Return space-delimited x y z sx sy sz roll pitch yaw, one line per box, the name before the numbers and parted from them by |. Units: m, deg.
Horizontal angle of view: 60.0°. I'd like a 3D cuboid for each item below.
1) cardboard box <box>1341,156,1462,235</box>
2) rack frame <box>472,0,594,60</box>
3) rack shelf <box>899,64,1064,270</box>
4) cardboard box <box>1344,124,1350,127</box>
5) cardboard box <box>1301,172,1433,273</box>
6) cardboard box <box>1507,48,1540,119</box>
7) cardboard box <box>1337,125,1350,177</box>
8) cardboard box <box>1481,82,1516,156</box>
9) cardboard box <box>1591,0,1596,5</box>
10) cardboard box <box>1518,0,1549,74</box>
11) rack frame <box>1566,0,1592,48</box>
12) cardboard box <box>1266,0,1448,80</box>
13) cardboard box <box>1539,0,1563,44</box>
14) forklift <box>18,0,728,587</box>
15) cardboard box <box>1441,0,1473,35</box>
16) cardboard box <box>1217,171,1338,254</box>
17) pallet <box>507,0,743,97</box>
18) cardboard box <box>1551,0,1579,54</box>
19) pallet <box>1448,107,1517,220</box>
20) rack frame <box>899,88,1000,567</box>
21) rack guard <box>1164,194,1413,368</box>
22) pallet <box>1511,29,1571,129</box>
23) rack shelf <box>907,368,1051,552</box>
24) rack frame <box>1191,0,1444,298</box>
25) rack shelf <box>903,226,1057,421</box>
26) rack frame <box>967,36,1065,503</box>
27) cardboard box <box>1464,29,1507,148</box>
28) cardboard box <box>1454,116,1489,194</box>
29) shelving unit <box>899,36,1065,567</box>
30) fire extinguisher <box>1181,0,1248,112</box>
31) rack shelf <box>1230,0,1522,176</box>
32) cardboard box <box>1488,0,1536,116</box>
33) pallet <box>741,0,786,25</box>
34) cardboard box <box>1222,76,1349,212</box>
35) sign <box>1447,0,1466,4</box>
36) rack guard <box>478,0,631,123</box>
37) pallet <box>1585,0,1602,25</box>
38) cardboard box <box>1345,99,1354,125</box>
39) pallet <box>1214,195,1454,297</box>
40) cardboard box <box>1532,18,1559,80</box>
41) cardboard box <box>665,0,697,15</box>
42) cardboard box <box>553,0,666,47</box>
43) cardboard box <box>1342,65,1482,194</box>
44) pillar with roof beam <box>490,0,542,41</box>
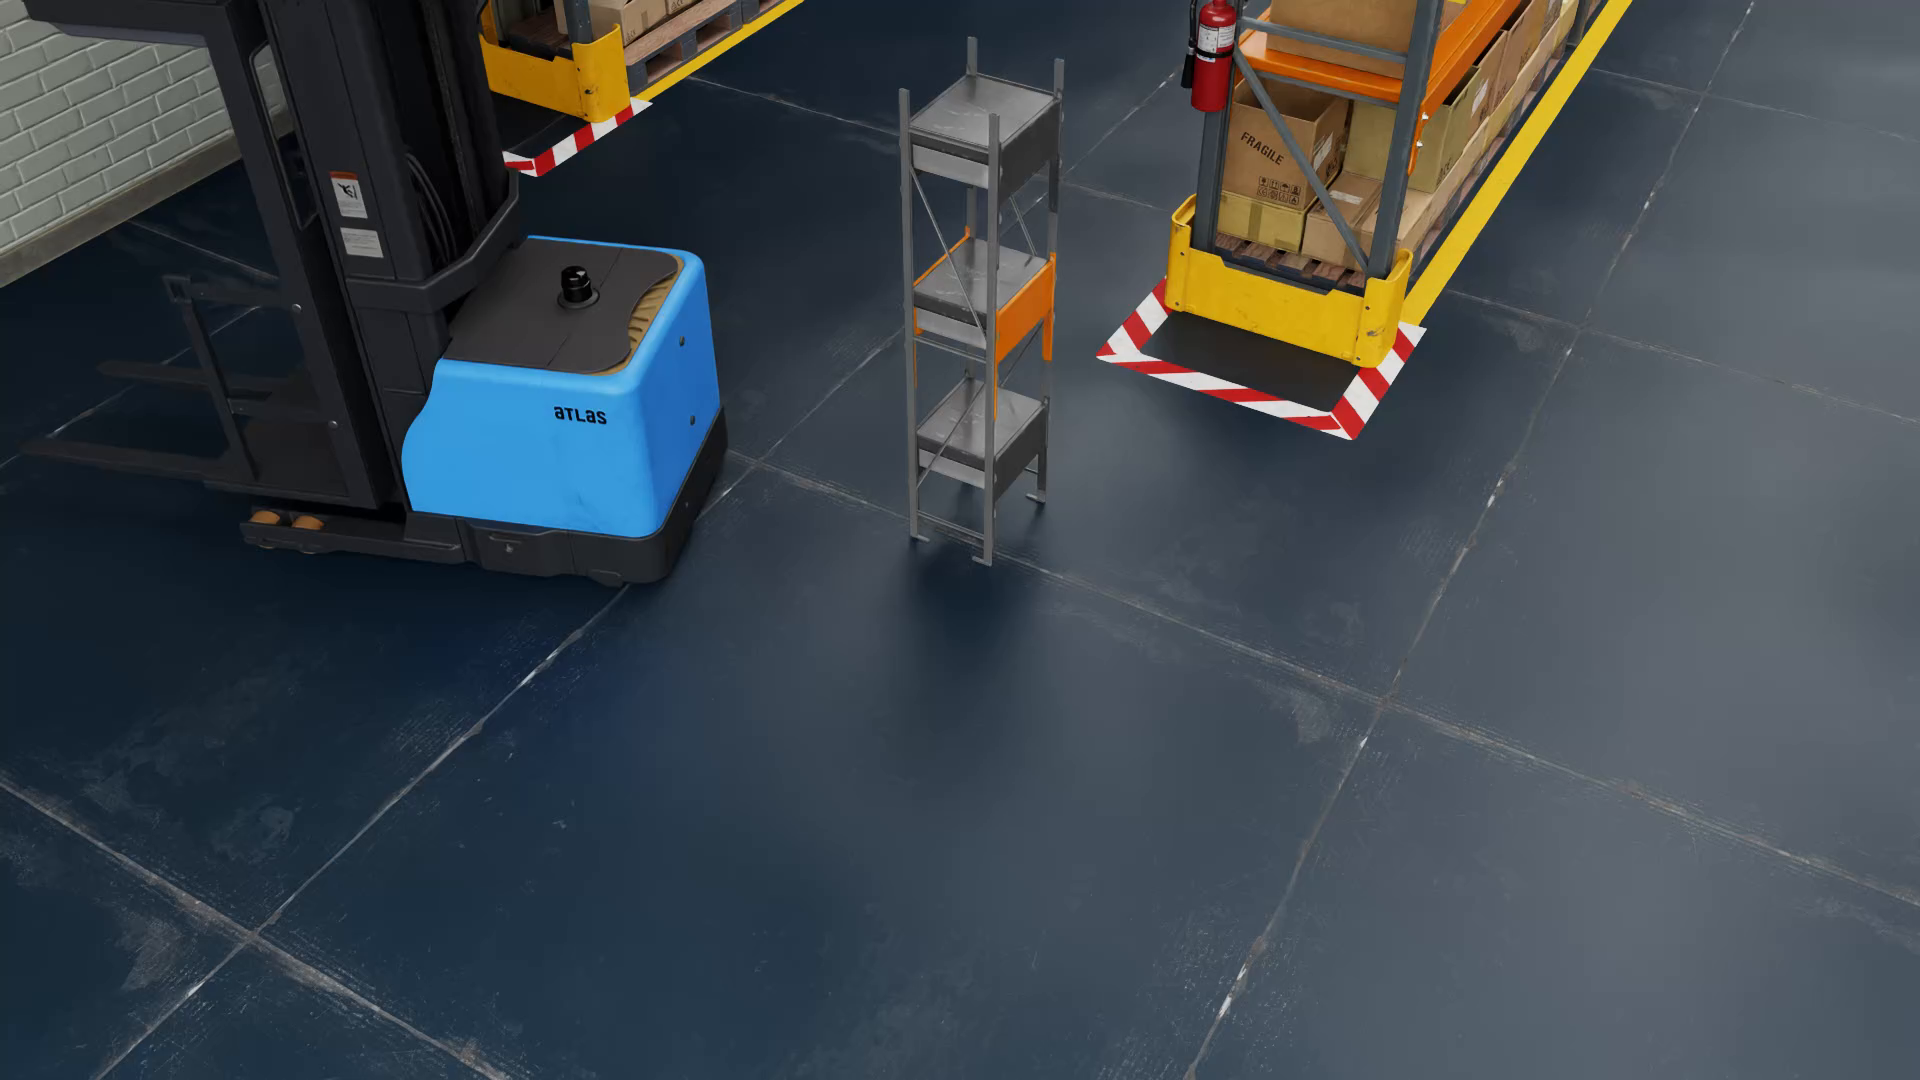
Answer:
cardboard box | 2.349 -1.910 8.912 0.500 0.250 0.500 21 45 22
rack frame | -2.650 -3.900 9.409 1.000 3.000 0.127 21 45 22
rack shelf | 0.083 -1.398 6.210 0.431 0.518 0.480 21 45 22
cardboard box | 2.142 -2.371 9.435 0.500 0.250 0.500 21 45 22
cardboard box | 2.102 -1.623 8.586 0.500 0.250 0.500 21 45 22
cardboard box | 3.103 -2.767 9.885 0.500 0.250 0.500 21 45 22
cardboard box | 1.893 -2.084 9.110 0.500 0.250 0.500 21 45 22
cardboard box | 2.854 -2.481 9.560 0.500 0.250 0.500 21 45 22
cardboard box | 4.059 -3.827 11.089 0.500 0.250 0.500 20 45 21
cardboard box | 3.092 -3.053 9.642 0.500 0.500 0.500 21 45 22
rack frame | 3.642 -4.553 10.150 1.000 3.000 0.127 21 45 22
cardboard box | 1.885 -2.564 7.817 0.700 0.500 0.500 21 45 22
cardboard box | 3.339 -3.340 9.968 0.500 0.500 0.500 21 45 22
forklift | -2.631 -1.375 6.594 3.031 2.935 1.130 7 42 8
cardboard box | 2.144 -2.866 8.160 0.700 0.500 0.500 22 46 23
cardboard box | 1.653 -1.794 8.781 0.500 0.250 0.500 21 45 22
pallet | -2.175 -3.350 10.895 1.003 0.211 1.213 21 45 22
cardboard box | 3.600 -3.341 10.537 0.500 0.250 0.500 21 45 22
pallet | 2.599 -2.364 9.775 1.003 0.211 1.213 21 45 22
rack frame | -0.039 -0.743 6.505 0.400 2.100 0.015 21 45 22
rack guard | 1.629 -1.312 8.362 1.175 0.500 0.348 21 45 22
pallet | 3.208 -3.065 10.571 1.003 0.211 1.213 21 45 22
rack shelf | 0.083 -0.347 7.135 0.431 0.518 0.480 21 45 22
rack frame | 1.641 -2.264 7.551 1.000 3.000 0.127 21 45 22
rack shelf | 0.083 -0.872 6.673 0.431 0.518 0.480 21 45 22
rack frame | 0.205 -1.022 6.822 0.400 2.100 0.015 21 45 22
cardboard box | 2.589 -2.481 8.994 0.500 0.500 0.500 21 45 22
cardboard box | 2.599 -2.196 9.237 0.500 0.250 0.500 21 45 22
shelving unit | 0.083 -0.883 6.664 0.431 2.100 0.503 21 45 22
fire extinguisher | 1.179 -2.321 7.674 0.296 0.674 0.183 21 45 22
rack shelf | 2.642 -3.138 9.088 1.077 0.370 4.000 21 45 22
cardboard box | 2.855 -2.762 9.312 0.500 0.500 0.500 21 45 22
pallet | -1.563 -4.046 11.684 1.003 0.211 1.213 21 45 22
cardboard box | 1.651 -2.076 8.534 0.500 0.500 0.500 21 45 22
sign | 2.118 -2.432 7.027 0.100 0.325 0.005 21 45 22
rack guard | -2.612 -3.005 10.285 1.175 0.500 0.348 21 45 22
pallet | 3.977 -3.941 11.565 1.003 0.211 1.213 21 45 22
cardboard box | 2.139 -2.653 9.189 0.500 0.500 0.500 21 45 22
pallet | 1.987 -1.669 8.985 1.003 0.211 1.213 21 45 22
cardboard box | 3.341 -3.058 10.216 0.500 0.250 0.500 21 45 22
cardboard box | -1.941 -3.748 10.939 0.500 0.311 0.500 25 47 25
cardboard box | -2.226 -3.422 10.568 0.500 0.311 0.500 16 44 17
cardboard box | 2.350 -2.191 8.664 0.500 0.500 0.500 21 45 22
pillar with roof beam | 0.679 -5.414 6.589 9.100 9.000 0.400 21 45 22
